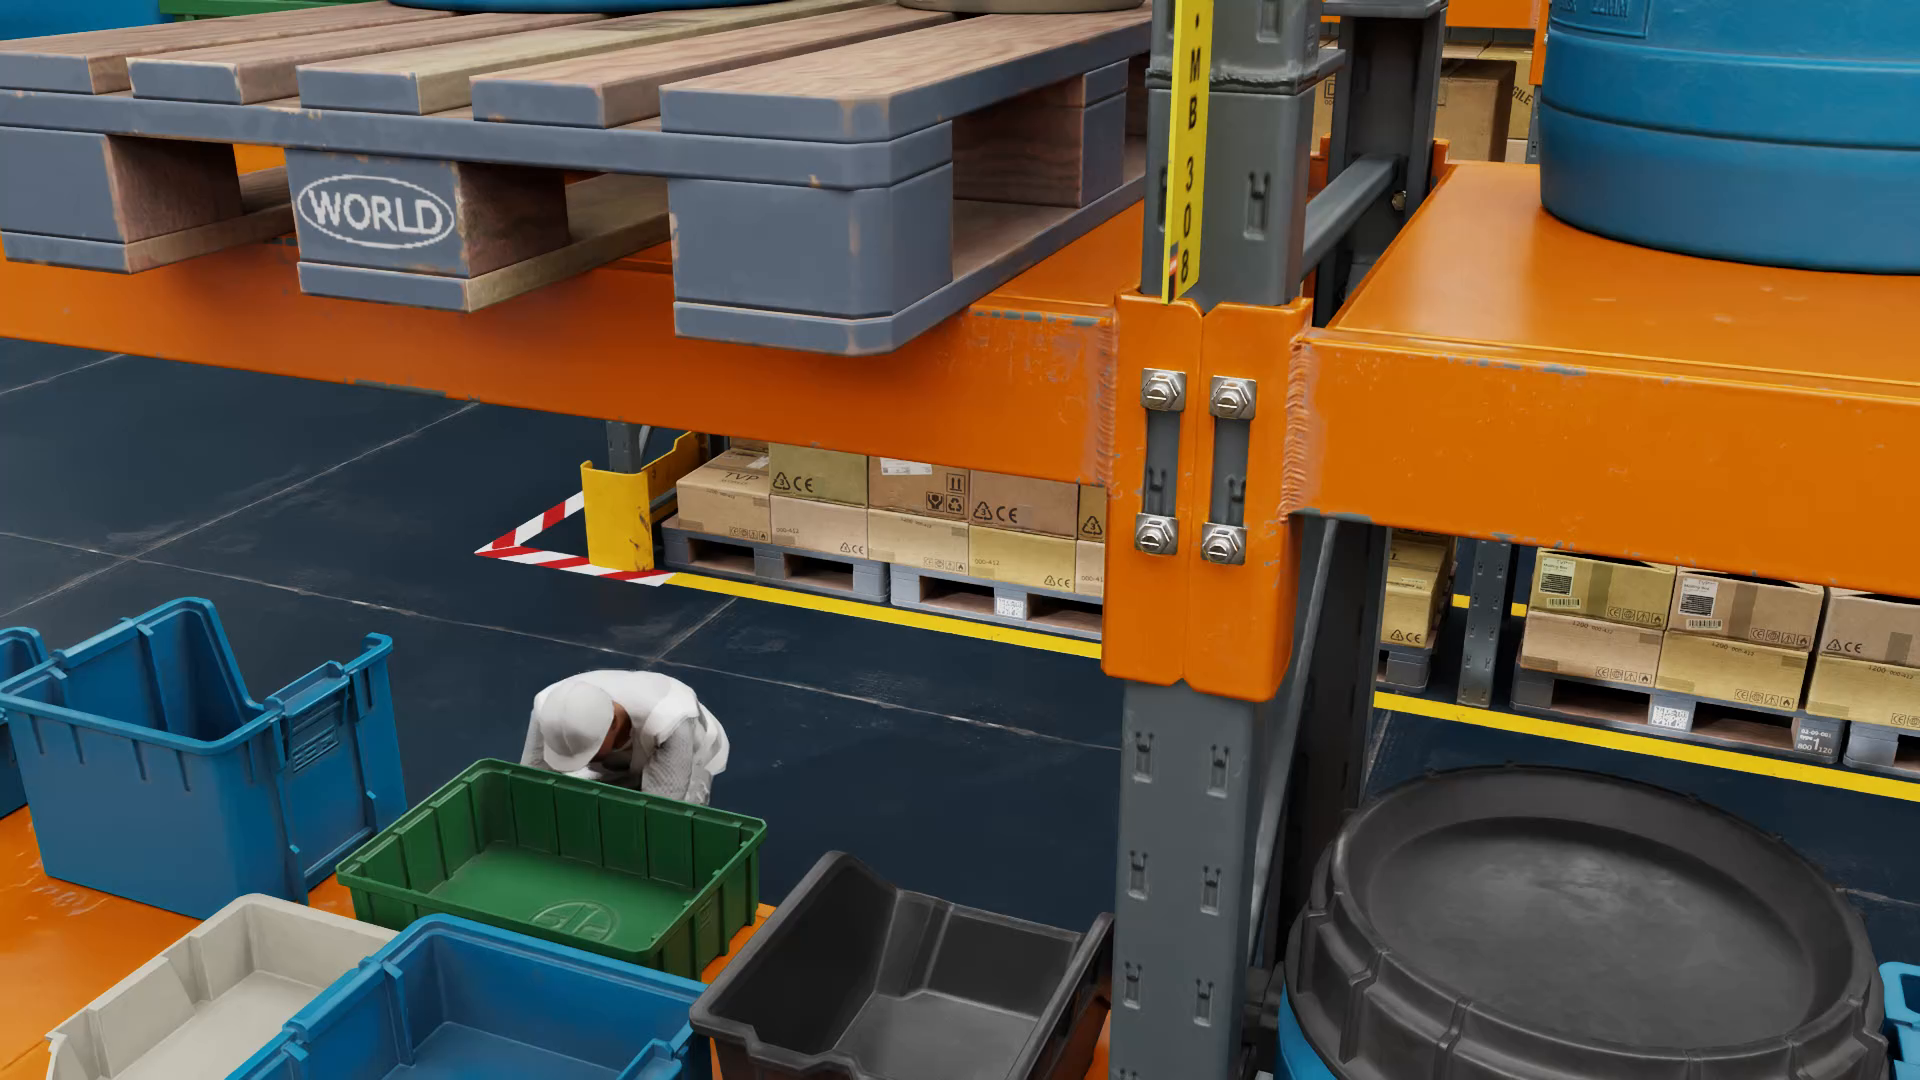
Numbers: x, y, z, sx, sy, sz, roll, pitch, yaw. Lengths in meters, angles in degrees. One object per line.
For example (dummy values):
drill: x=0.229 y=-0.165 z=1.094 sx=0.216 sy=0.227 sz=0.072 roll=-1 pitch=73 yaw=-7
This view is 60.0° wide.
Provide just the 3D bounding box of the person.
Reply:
person: x=-1.048 y=0.768 z=5.236 sx=0.578 sy=0.993 sz=0.897 roll=9 pitch=24 yaw=20
